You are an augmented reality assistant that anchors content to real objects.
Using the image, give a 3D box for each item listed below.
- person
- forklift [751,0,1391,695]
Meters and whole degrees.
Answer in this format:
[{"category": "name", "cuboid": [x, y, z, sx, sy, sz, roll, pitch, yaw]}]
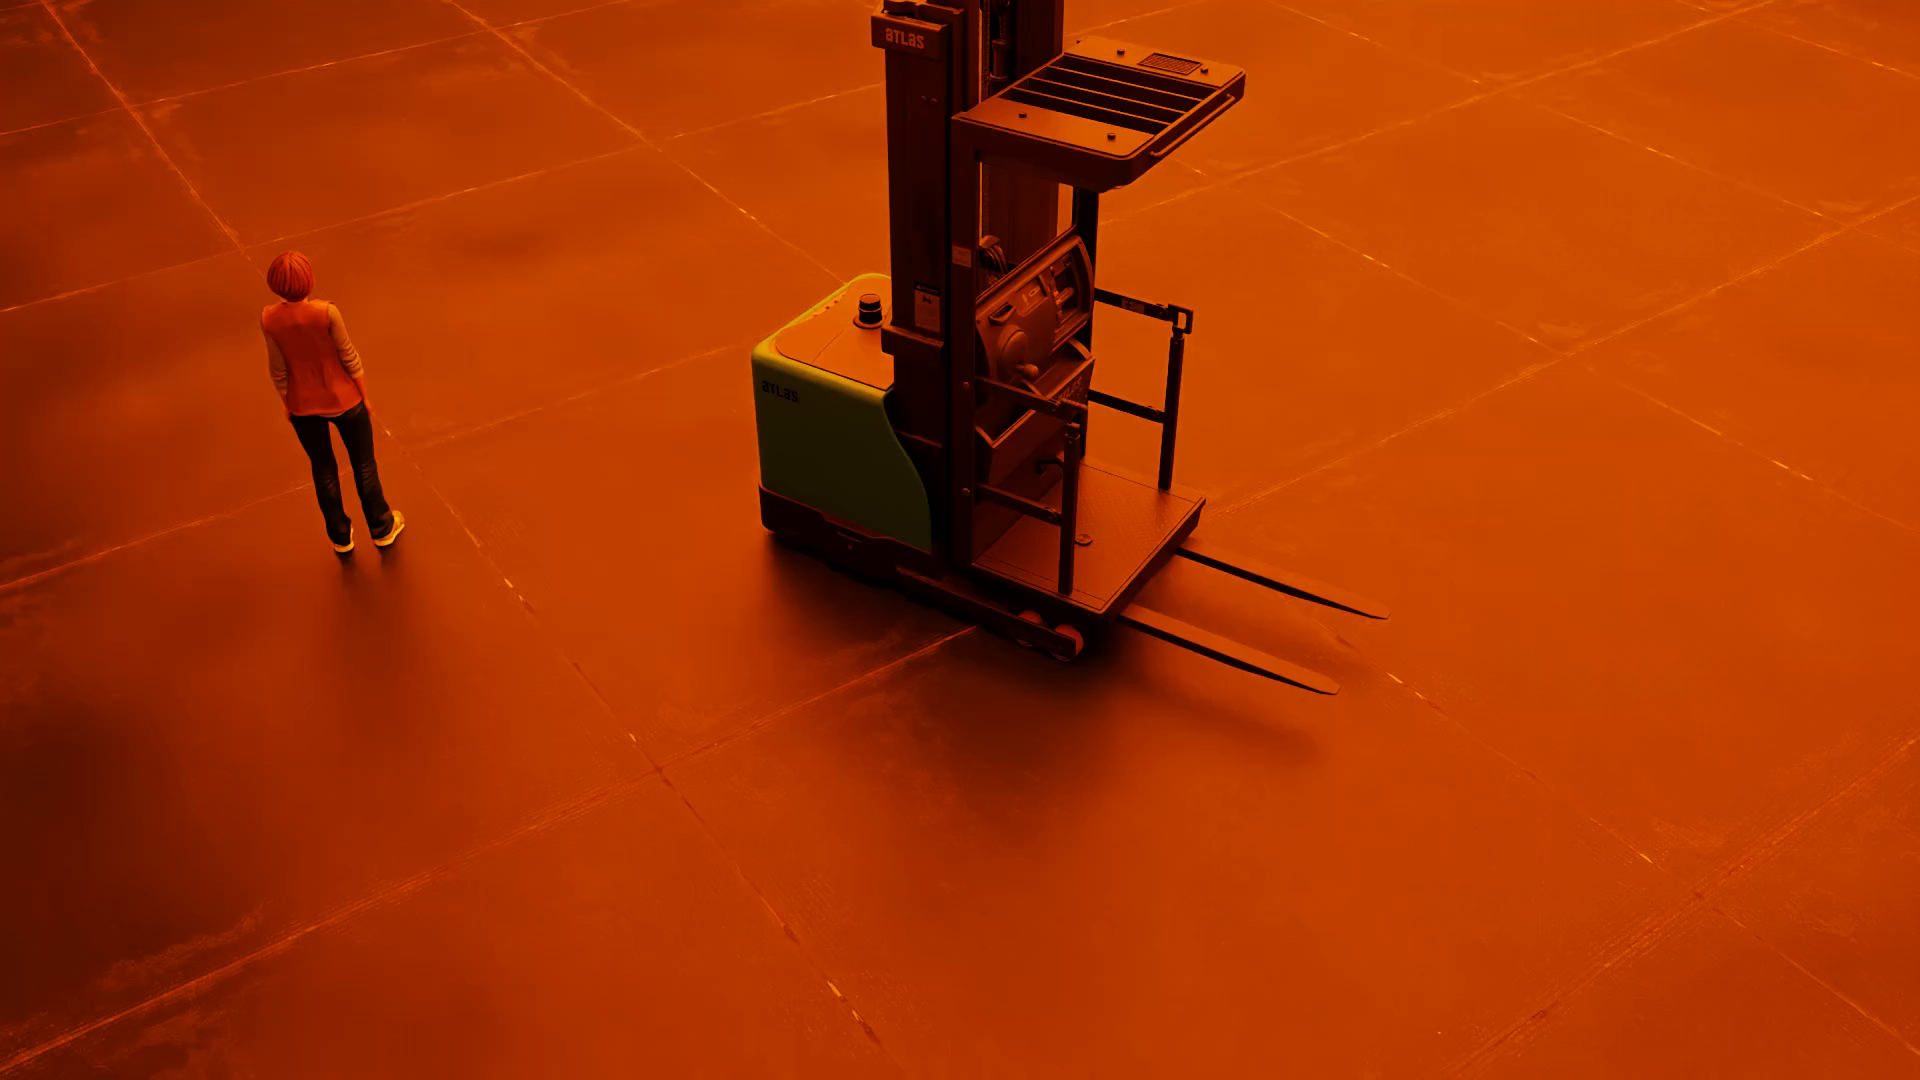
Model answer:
[{"category": "person", "cuboid": [-3.023, -0.649, 7.943, 0.410, 1.604, 0.314, -6, 37, -8]}, {"category": "forklift", "cuboid": [0.514, -0.985, 7.276, 3.031, 2.935, 1.130, 21, 41, 26]}]
